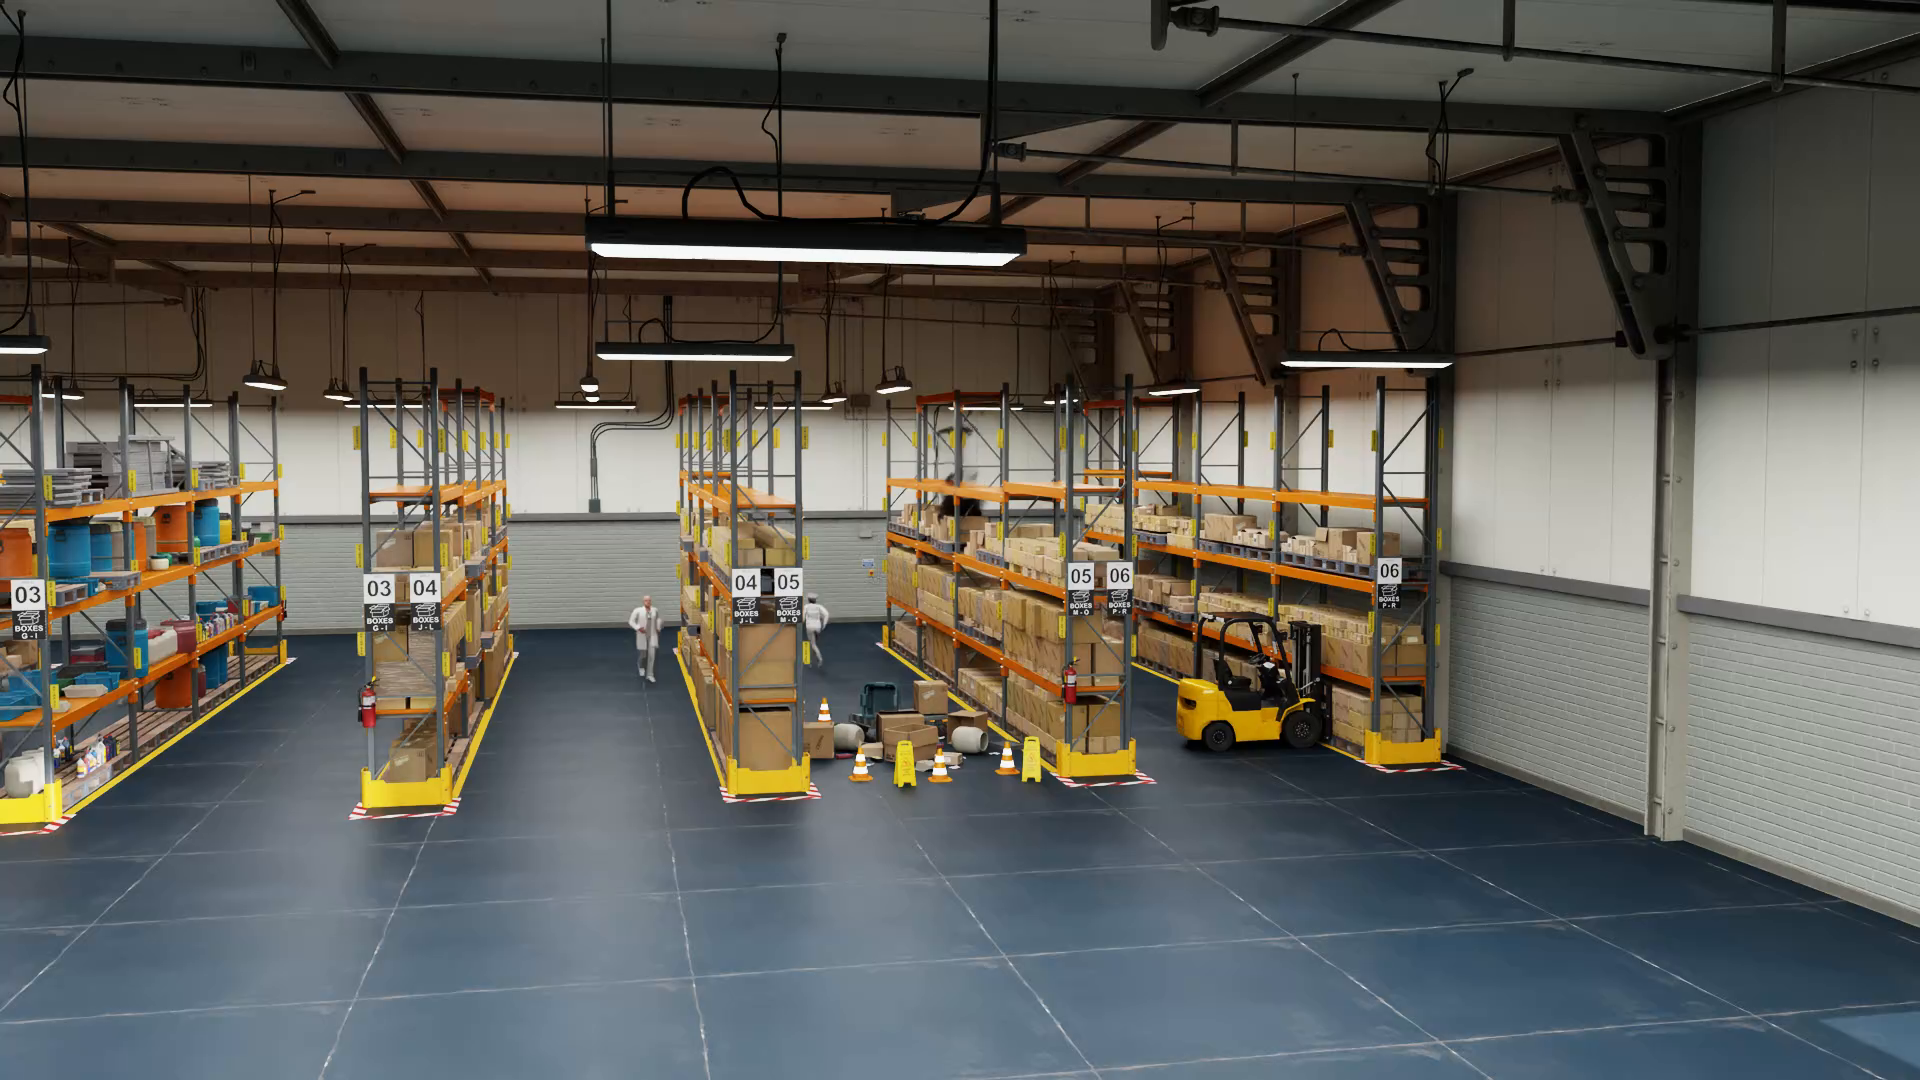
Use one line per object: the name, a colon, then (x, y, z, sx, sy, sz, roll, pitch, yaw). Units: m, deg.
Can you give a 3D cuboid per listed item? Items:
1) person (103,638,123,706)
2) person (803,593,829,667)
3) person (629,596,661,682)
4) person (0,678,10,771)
person: (-16.054, 2.339, 31.836, 0.612, 1.626, 0.956, -1, 3, -11)
person: (-3.189, 2.015, 36.366, 0.617, 1.688, 1.037, -2, 4, -24)
person: (-6.570, 2.049, 34.823, 0.712, 1.776, 0.955, -1, 4, -22)
person: (-14.596, 2.668, 24.981, 0.644, 1.668, 0.664, -1, 4, -16)
